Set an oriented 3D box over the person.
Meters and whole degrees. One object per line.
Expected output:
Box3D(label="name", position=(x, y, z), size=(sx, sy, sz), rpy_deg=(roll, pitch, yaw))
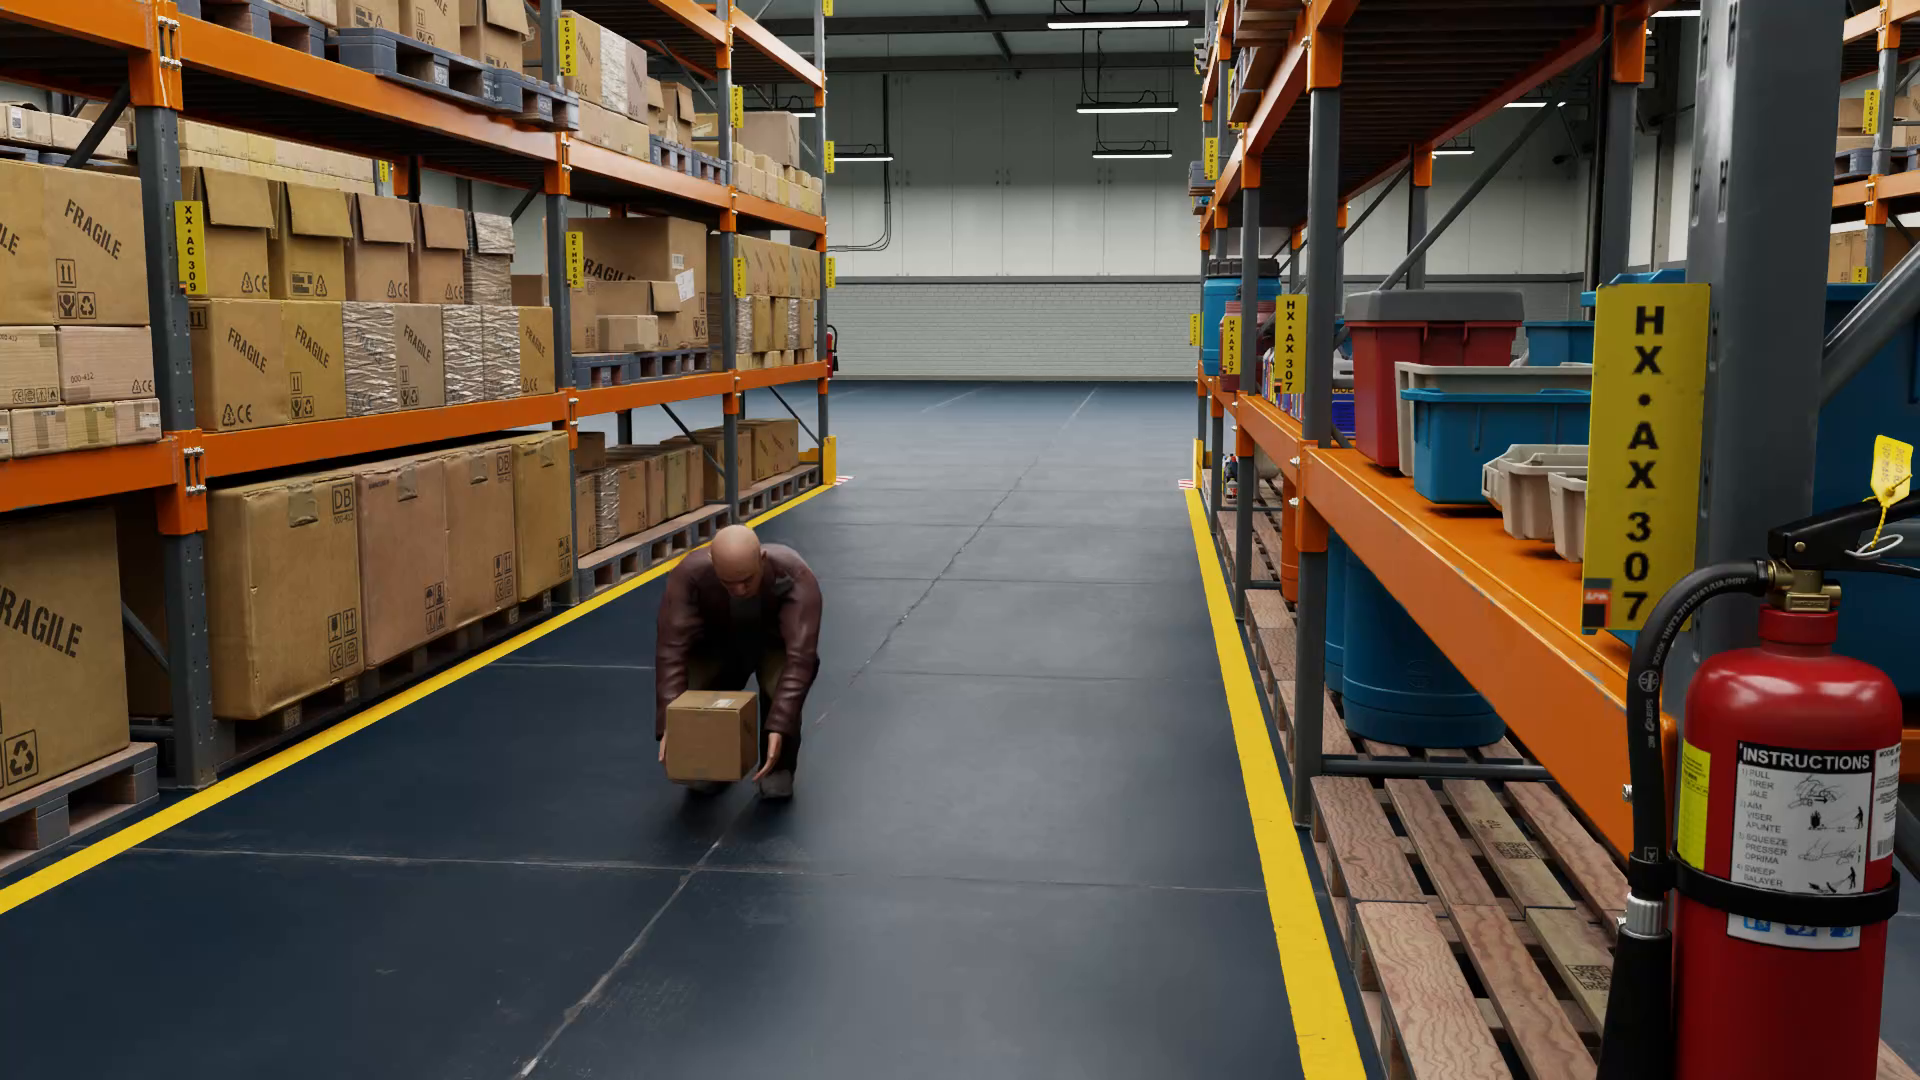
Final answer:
Box3D(label="person", position=(-0.775, 0.335, 6.021), size=(0.611, 0.681, 0.824), rpy_deg=(1, 7, 6))
